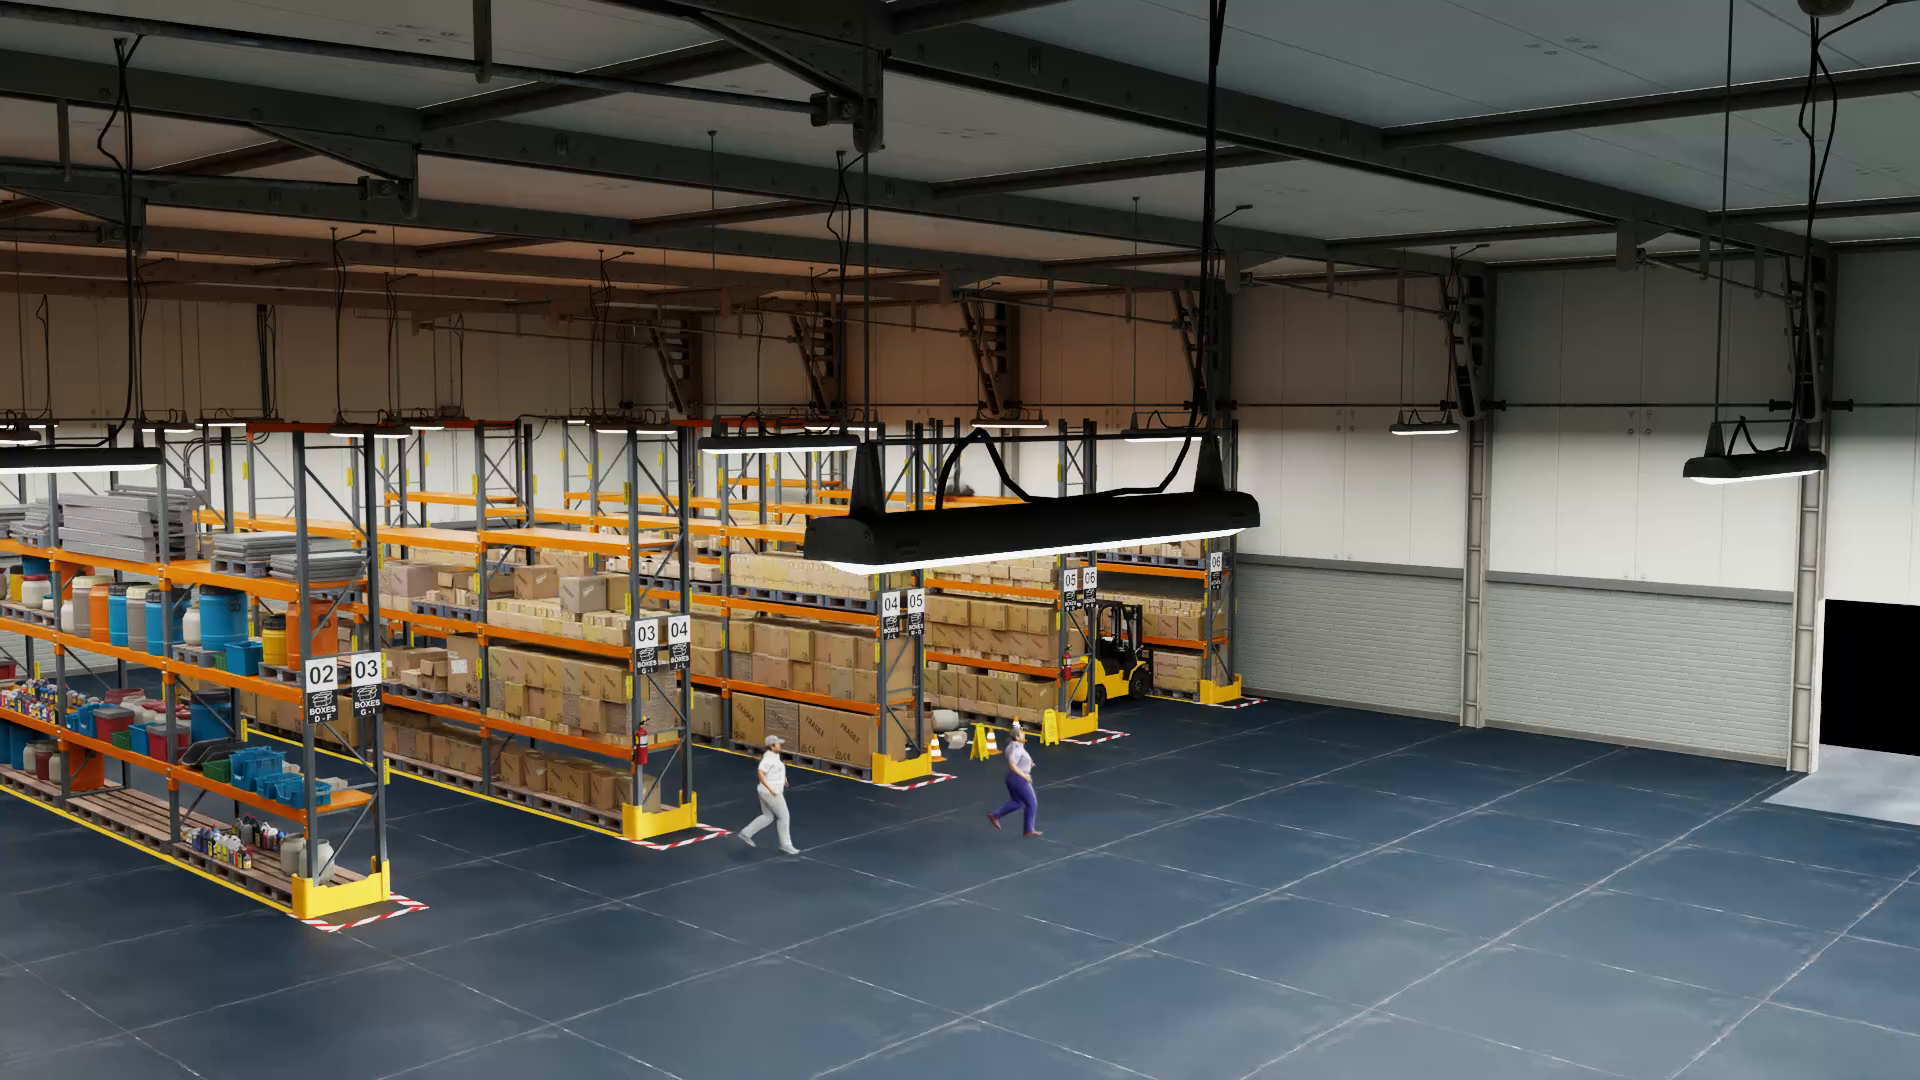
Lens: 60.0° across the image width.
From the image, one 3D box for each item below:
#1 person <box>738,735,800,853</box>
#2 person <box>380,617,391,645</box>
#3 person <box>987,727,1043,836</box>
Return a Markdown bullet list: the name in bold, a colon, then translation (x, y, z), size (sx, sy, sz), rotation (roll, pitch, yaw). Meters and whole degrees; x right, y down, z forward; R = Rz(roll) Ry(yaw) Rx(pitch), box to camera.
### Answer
- **person**: translation (-2.711, 3.601, 23.520), size (0.869, 1.690, 0.624), rotation (-1, 5, -11)
- **person**: translation (-12.731, 2.497, 36.298), size (0.800, 1.768, 0.726), rotation (4, 6, 44)
- **person**: translation (0.821, 3.538, 24.325), size (0.803, 1.611, 0.620), rotation (-1, 5, -14)
